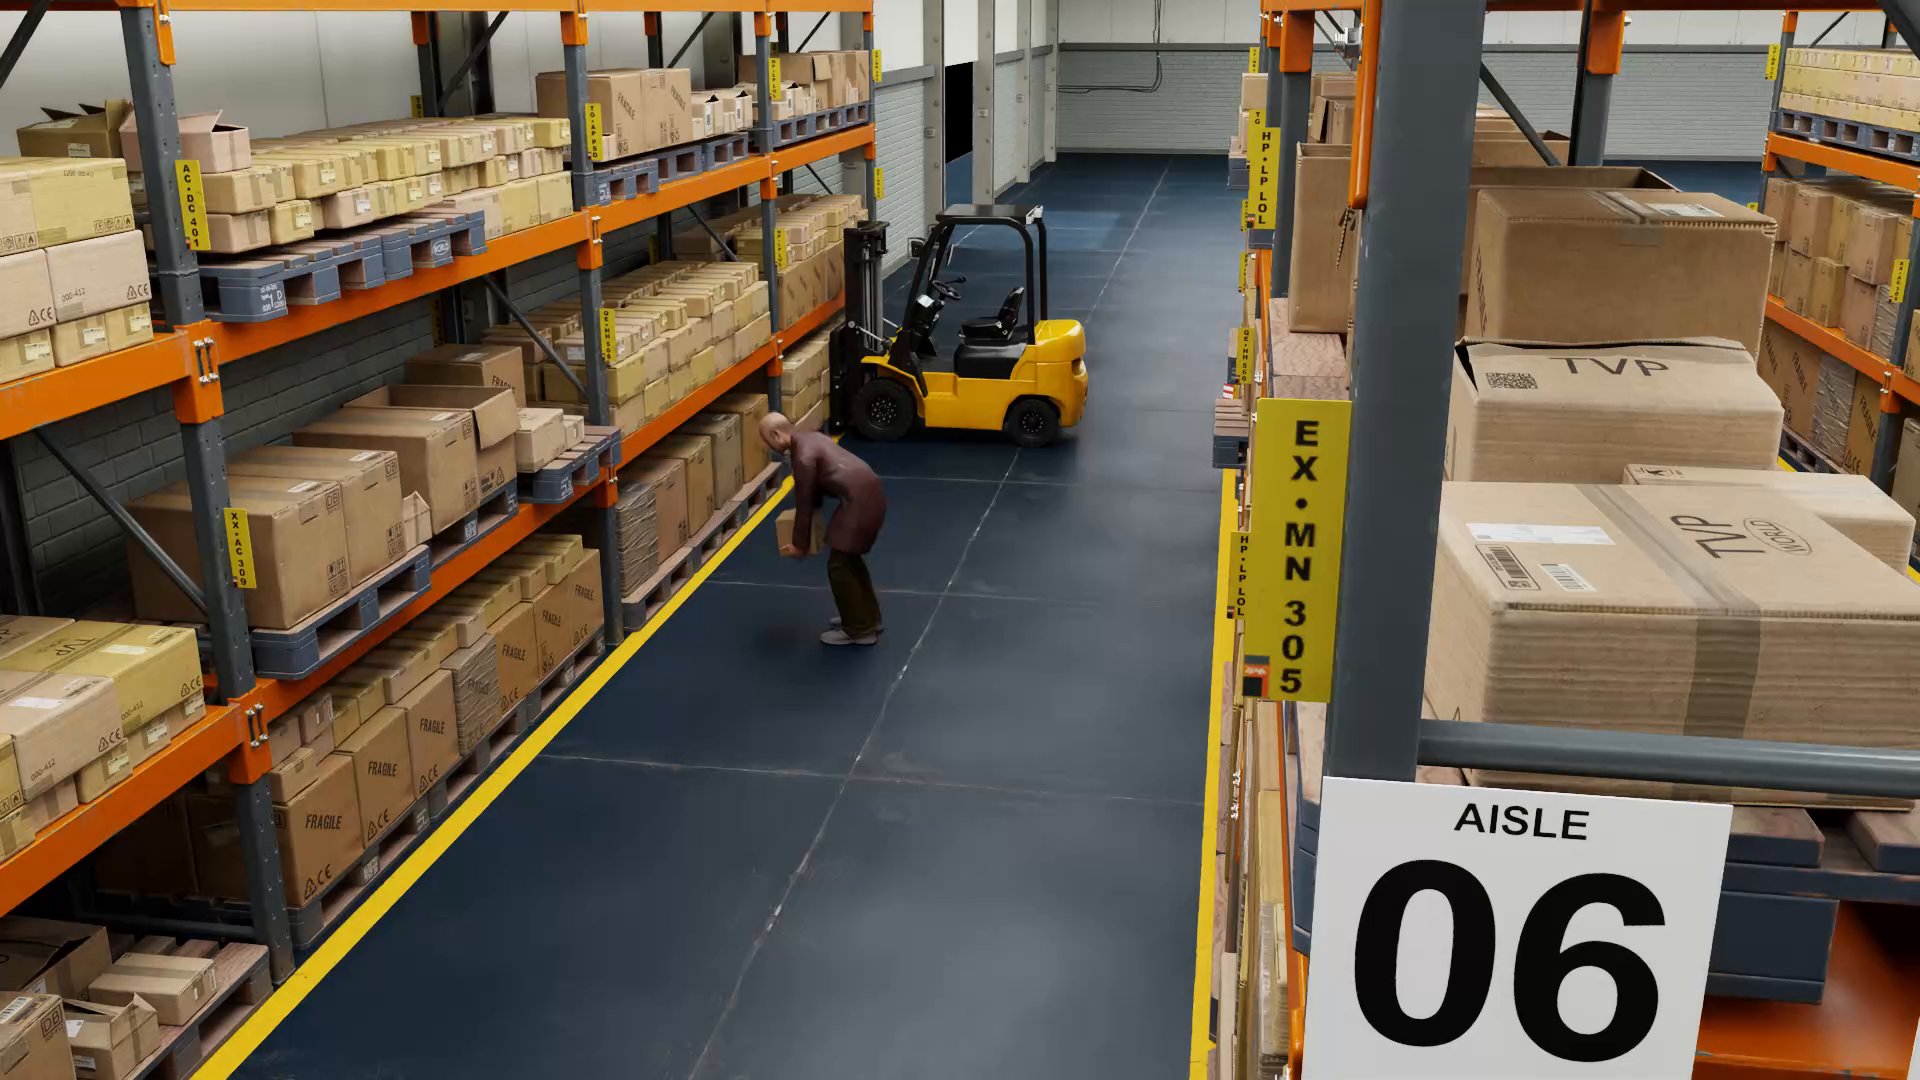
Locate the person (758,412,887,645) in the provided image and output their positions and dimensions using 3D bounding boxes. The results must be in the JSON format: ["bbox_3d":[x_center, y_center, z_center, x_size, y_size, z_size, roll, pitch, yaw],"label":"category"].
[{"bbox_3d":[-0.882,-0.080,10.809,0.815,1.492,0.549,2,18,8],"label":"person"}]
